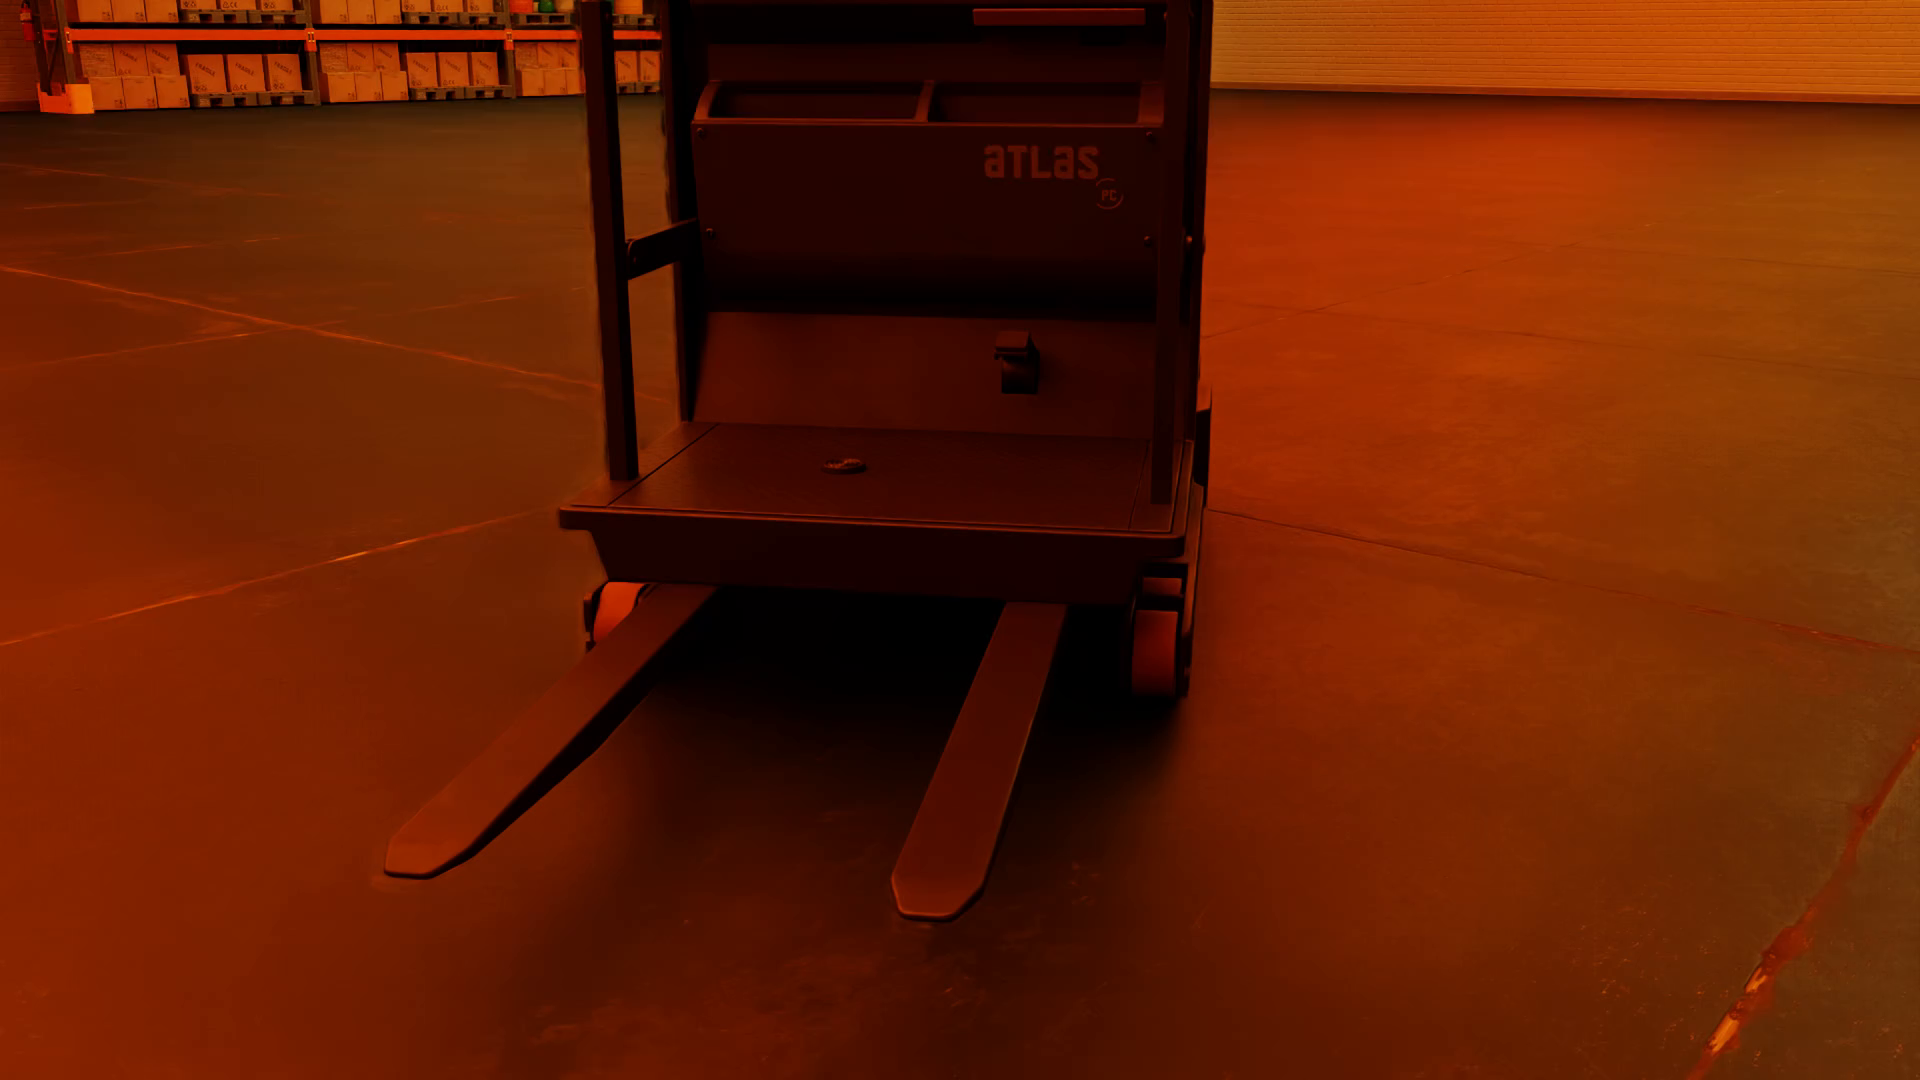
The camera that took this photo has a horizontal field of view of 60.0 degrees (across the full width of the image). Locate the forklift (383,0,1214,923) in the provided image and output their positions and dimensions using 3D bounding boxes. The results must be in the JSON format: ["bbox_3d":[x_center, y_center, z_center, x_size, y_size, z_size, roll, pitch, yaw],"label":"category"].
[{"bbox_3d":[-0.092,-1.226,2.934,1.130,2.935,3.031,3,17,9],"label":"forklift"}]
